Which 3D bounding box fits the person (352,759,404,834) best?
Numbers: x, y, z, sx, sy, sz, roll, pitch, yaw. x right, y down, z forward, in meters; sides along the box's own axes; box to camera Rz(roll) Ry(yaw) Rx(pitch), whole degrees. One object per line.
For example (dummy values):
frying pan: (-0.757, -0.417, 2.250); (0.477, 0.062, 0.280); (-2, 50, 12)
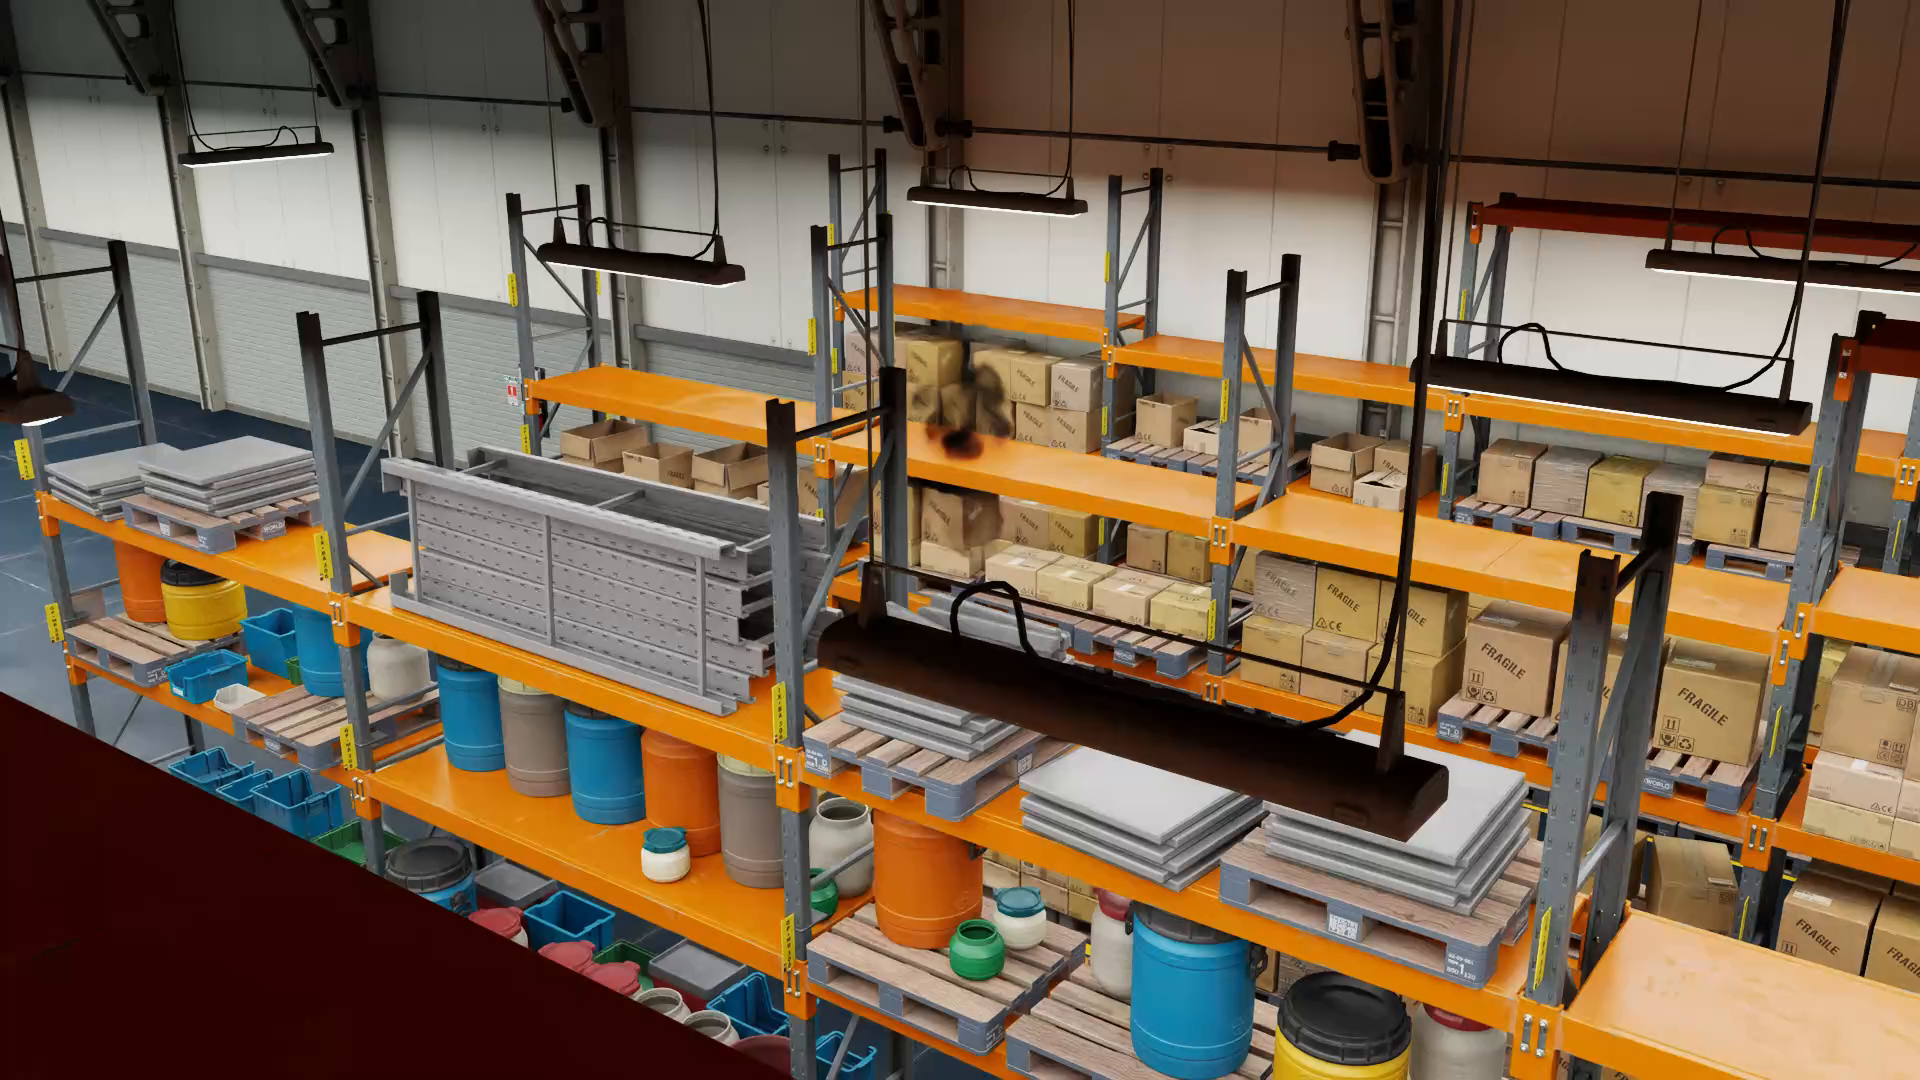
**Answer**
person: (-5.525, 2.274, 15.564); (0.728, 1.798, 0.671); (7, 20, 19)
